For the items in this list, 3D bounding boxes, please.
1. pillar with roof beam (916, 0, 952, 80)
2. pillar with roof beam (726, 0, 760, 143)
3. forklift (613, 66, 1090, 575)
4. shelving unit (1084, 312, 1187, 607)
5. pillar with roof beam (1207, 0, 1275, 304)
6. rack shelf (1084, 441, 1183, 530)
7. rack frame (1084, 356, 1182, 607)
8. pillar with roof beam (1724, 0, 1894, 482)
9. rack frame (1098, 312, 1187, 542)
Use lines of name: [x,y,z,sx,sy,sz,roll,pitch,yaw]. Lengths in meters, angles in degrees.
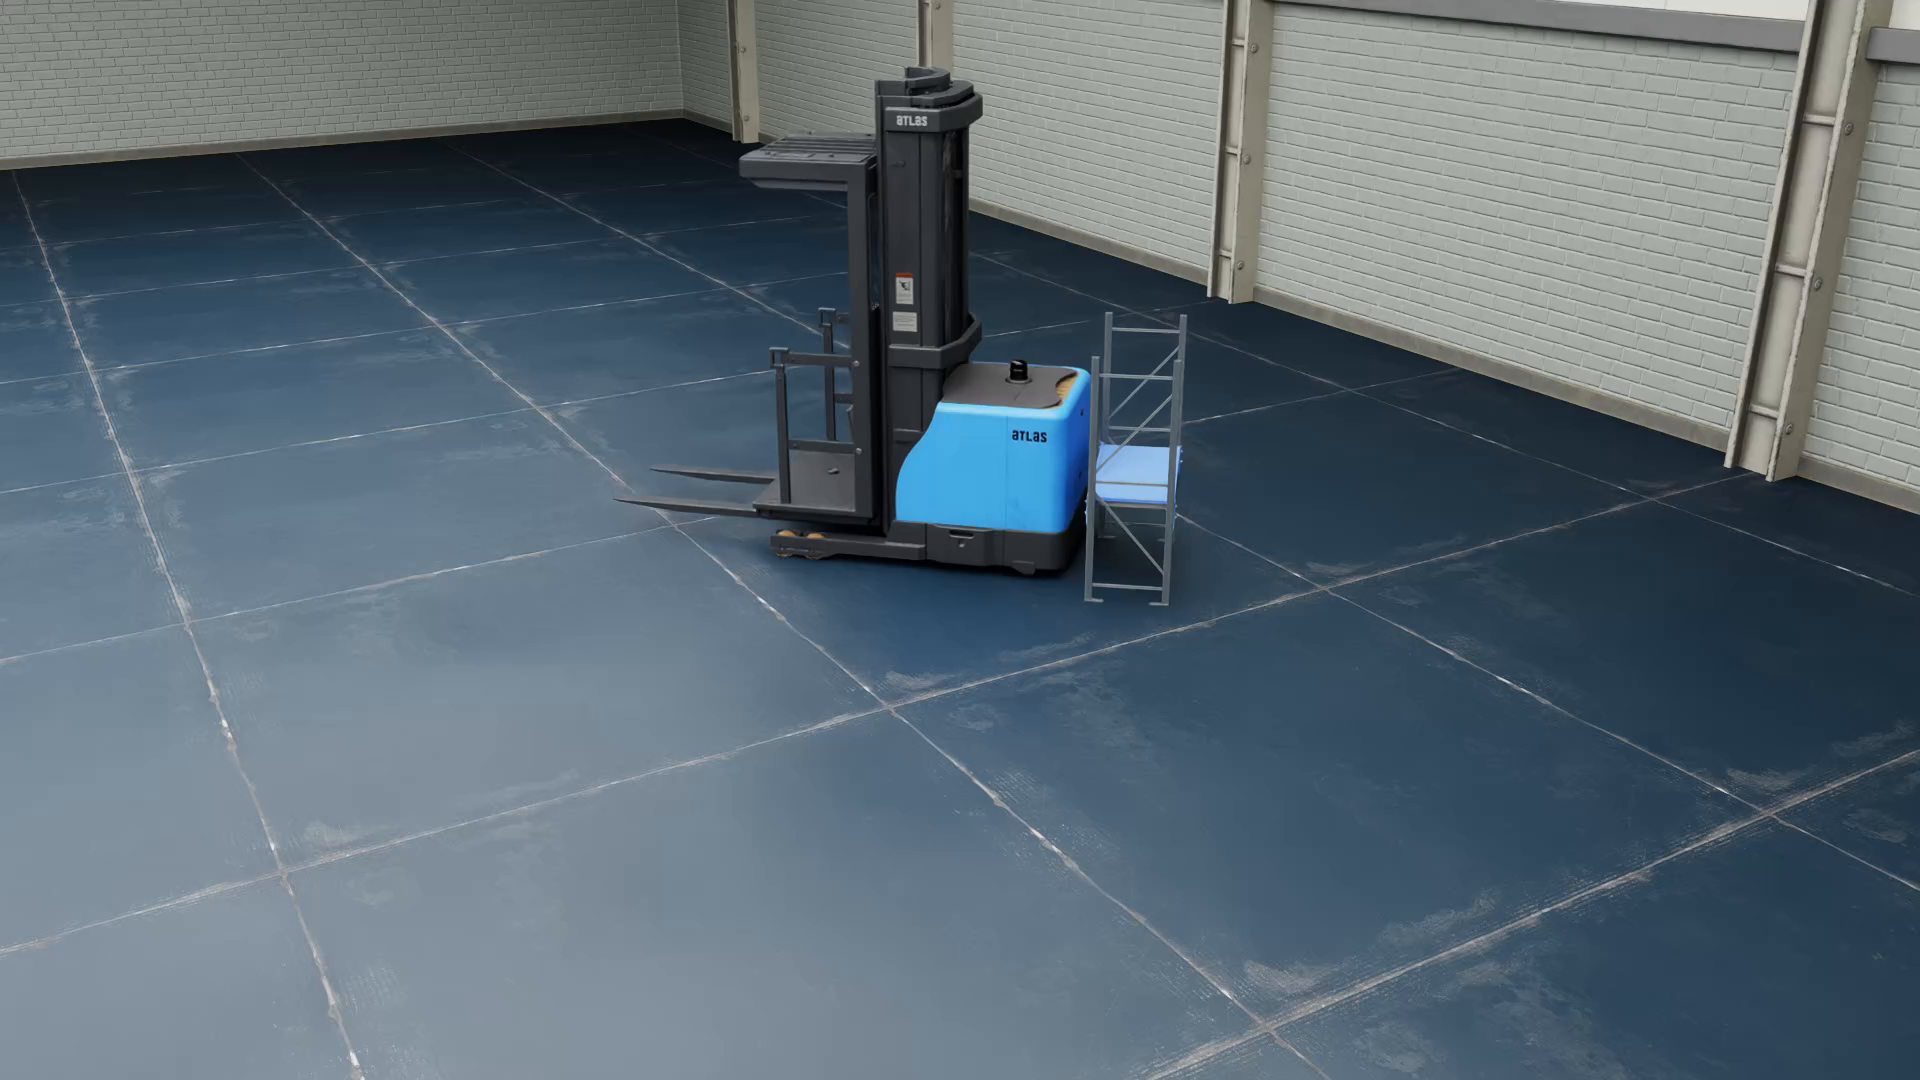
pillar with roof beam: [-4.023,-7.733,17.885,9.100,9.000,0.400,-13,25,-28]
pillar with roof beam: [-7.088,-9.675,22.664,9.100,9.000,0.400,-13,25,-28]
forklift: [-0.725,-1.418,10.409,3.031,2.935,1.130,5,23,12]
shelving unit: [1.070,-0.510,10.075,0.538,1.500,1.048,3,22,8]
pillar with roof beam: [-0.958,-5.791,13.107,9.100,9.000,0.400,-13,25,-28]
rack shelf: [1.070,-0.344,10.143,0.538,0.185,1.000,3,22,8]
rack frame: [0.991,-0.321,9.610,0.500,1.500,0.032,3,22,8]
pillar with roof beam: [2.107,-3.848,8.328,9.100,9.000,0.400,-13,25,-28]
rack frame: [1.150,-0.699,10.540,0.500,1.500,0.032,3,22,8]
